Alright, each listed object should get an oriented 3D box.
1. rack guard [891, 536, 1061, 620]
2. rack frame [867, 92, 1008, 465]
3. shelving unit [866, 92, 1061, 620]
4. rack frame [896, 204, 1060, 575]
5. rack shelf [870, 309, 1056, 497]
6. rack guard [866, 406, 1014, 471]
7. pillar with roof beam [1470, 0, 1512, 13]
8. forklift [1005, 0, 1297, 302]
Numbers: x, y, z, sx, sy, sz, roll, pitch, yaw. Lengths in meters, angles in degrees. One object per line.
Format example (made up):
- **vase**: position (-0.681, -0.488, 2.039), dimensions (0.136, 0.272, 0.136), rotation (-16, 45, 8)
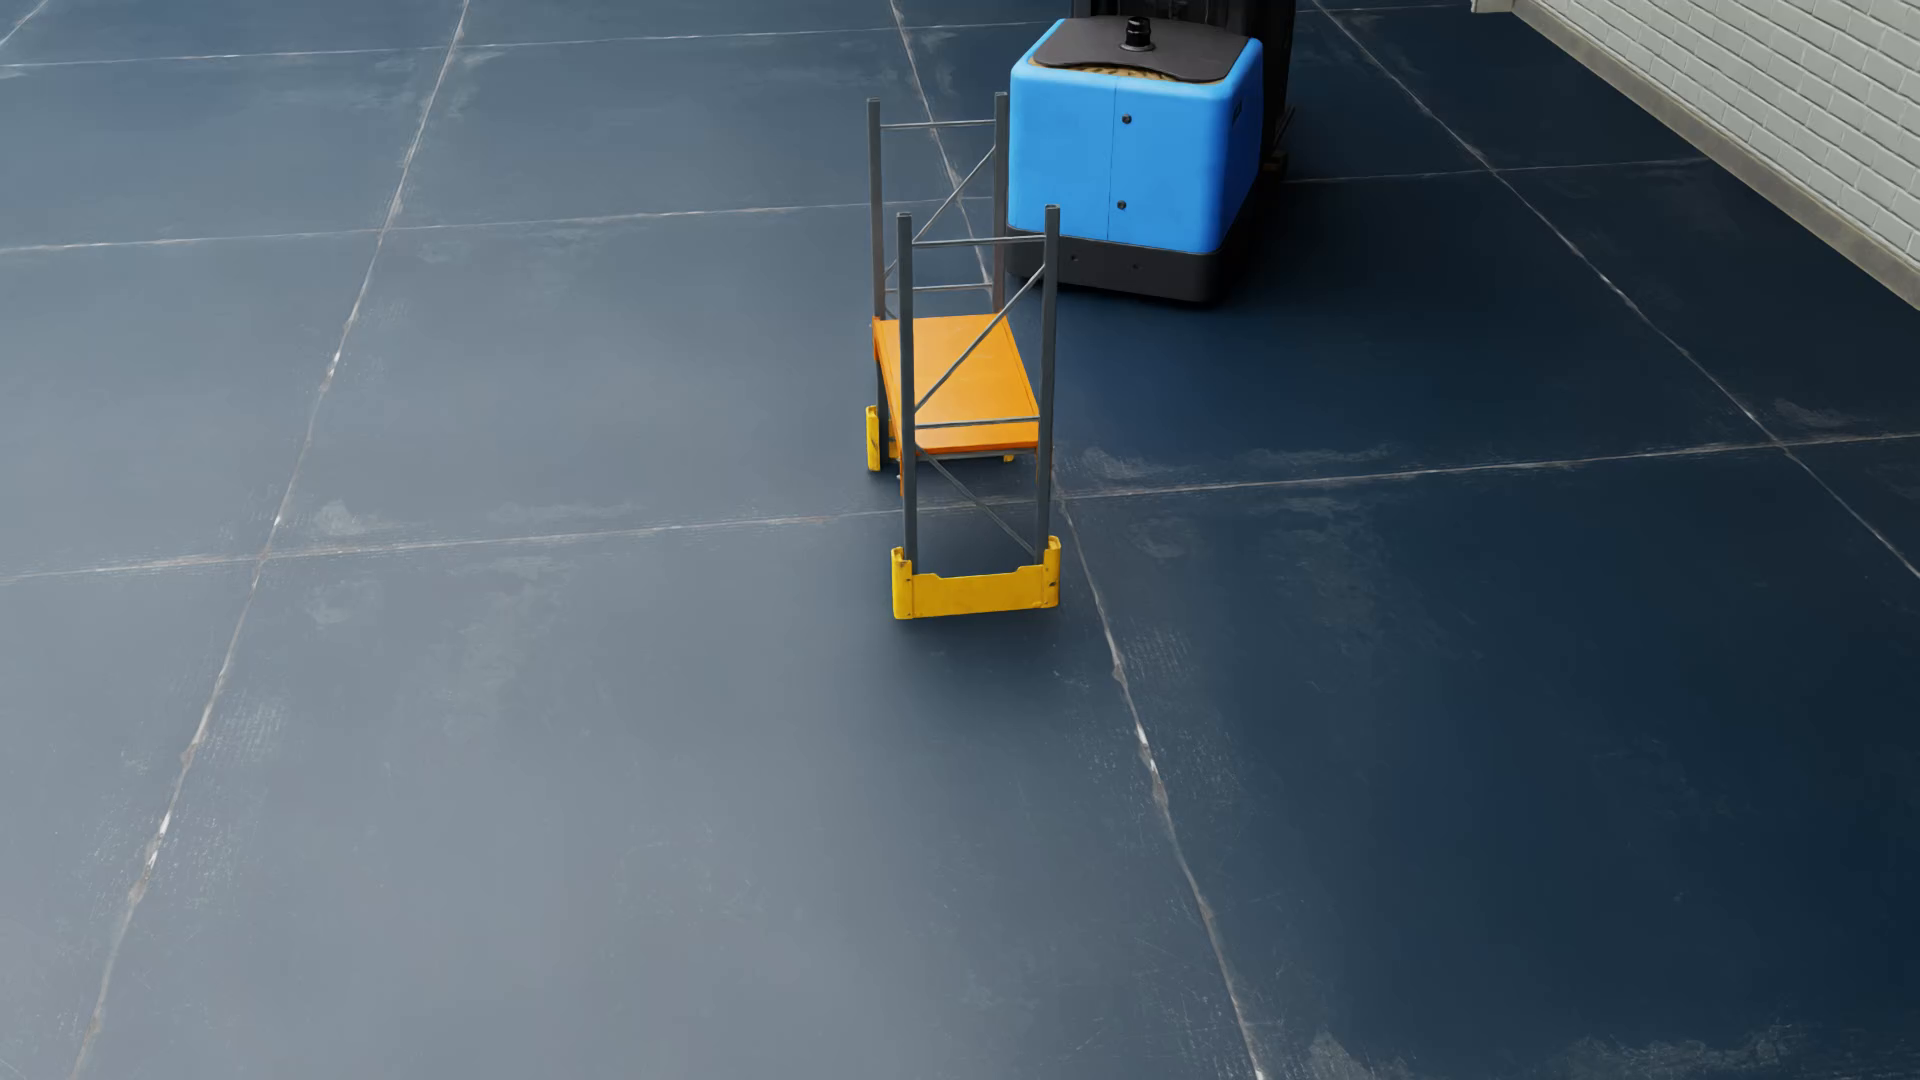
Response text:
- **rack guard**: position (0.057, 0.132, 5.834), dimensions (0.587, 0.250, 0.087), rotation (-4, 35, -6)
- **rack frame**: position (-0.080, -0.951, 6.314), dimensions (0.500, 1.500, 0.032), rotation (-4, 35, -6)
- **shelving unit**: position (-0.010, -0.662, 5.890), dimensions (0.587, 1.500, 1.083), rotation (-4, 35, -6)
- **rack frame**: position (0.057, -0.384, 5.481), dimensions (0.500, 1.500, 0.032), rotation (-4, 35, -6)
- **rack shelf**: position (-0.011, -0.519, 5.999), dimensions (0.538, 0.185, 1.000), rotation (-4, 35, -6)
- **rack guard**: position (-0.077, -0.424, 6.650), dimensions (0.587, 0.250, 0.087), rotation (-4, 35, -6)
- **pillar with roof beam**: position (-0.530, -7.219, 8.852), dimensions (9.100, 9.000, 0.400), rotation (-4, 35, -6)
- **forklift**: position (1.171, -3.146, 8.264), dimensions (1.130, 2.935, 3.031), rotation (11, 36, 15)
